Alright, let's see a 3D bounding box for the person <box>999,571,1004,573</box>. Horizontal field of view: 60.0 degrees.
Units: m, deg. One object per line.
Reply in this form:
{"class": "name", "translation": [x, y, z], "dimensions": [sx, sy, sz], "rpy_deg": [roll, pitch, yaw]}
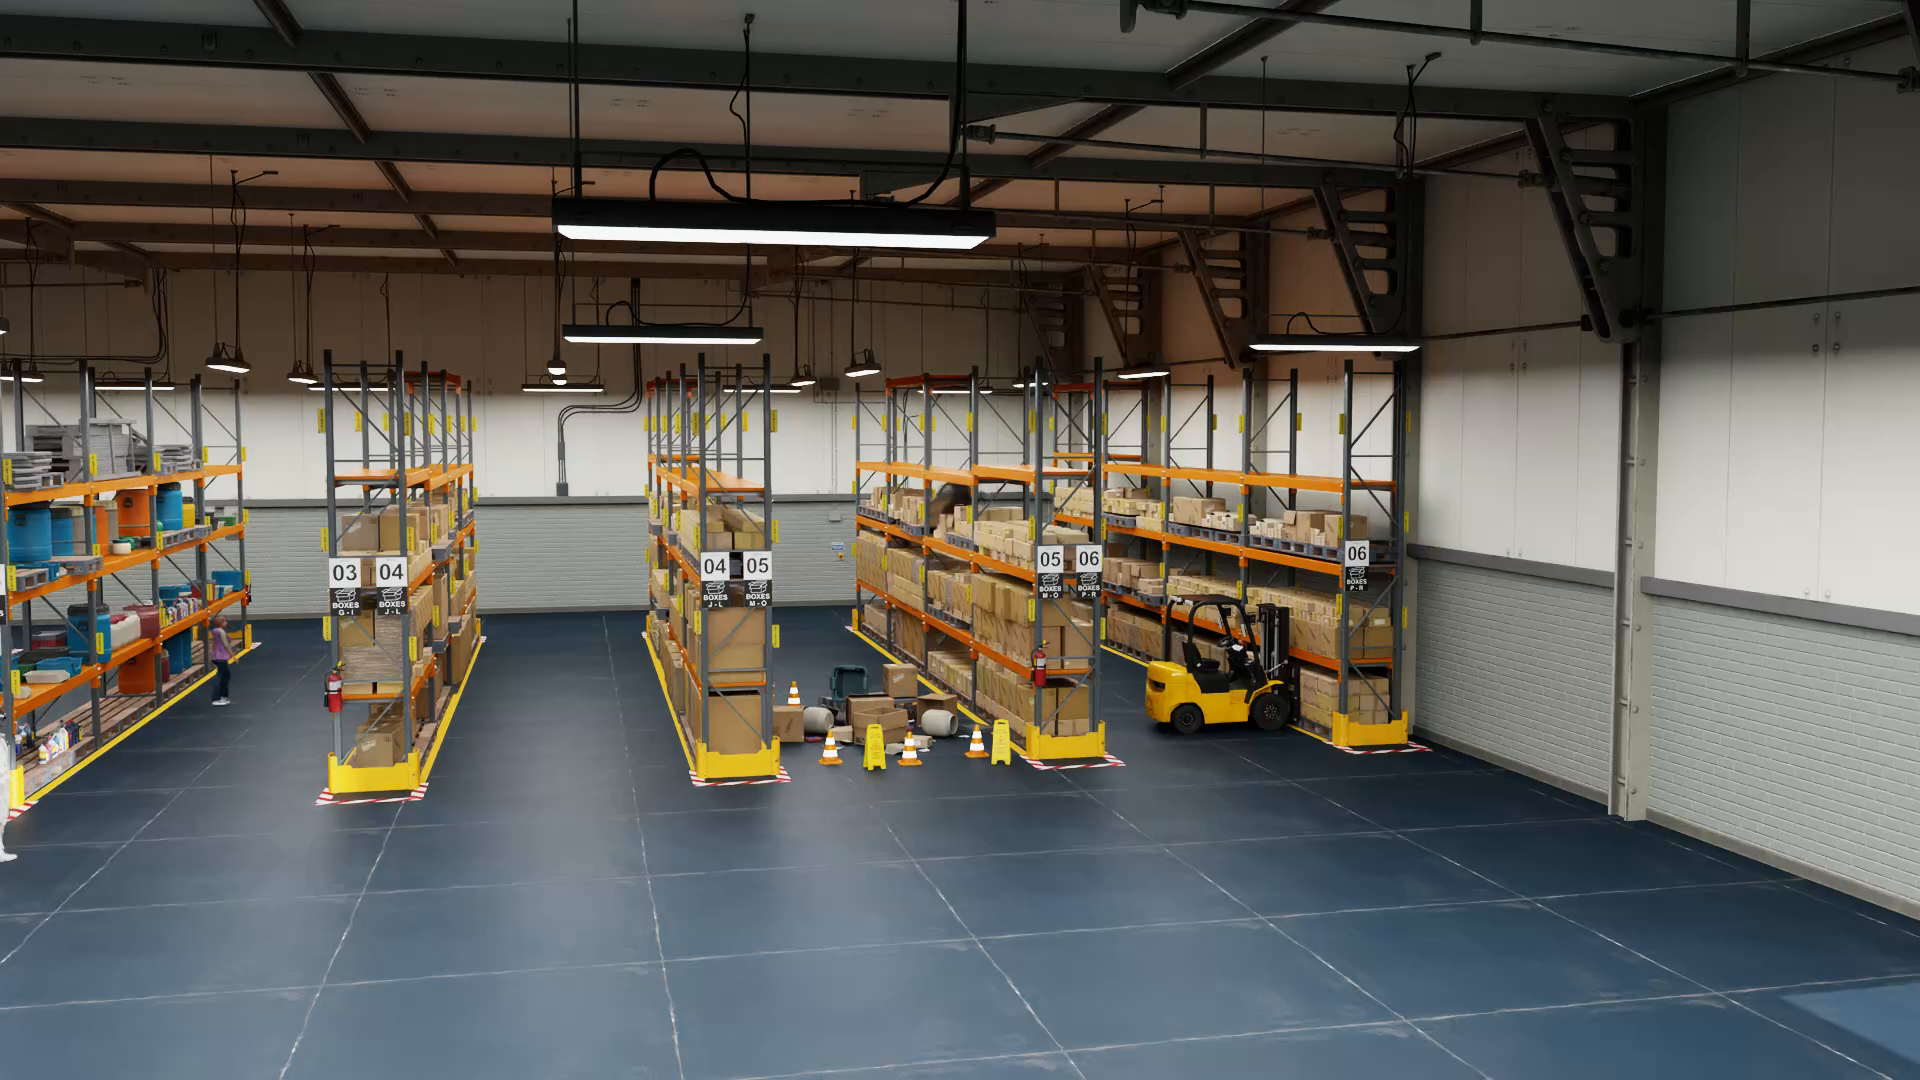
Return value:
{"class": "person", "translation": [1.191, 1.250, 41.417], "dimensions": [0.598, 1.718, 1.055], "rpy_deg": [1, 4, 19]}

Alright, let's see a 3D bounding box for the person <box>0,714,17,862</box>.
{"class": "person", "translation": [-11.059, 2.819, 19.049], "dimensions": [0.446, 1.822, 0.619], "rpy_deg": [-1, 4, -8]}

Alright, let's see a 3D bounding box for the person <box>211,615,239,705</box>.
{"class": "person", "translation": [-13.143, 2.157, 29.595], "dimensions": [0.565, 1.645, 0.475], "rpy_deg": [3, 5, 40]}

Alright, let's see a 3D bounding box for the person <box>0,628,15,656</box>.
{"class": "person", "translation": [-16.840, 2.112, 29.177], "dimensions": [0.529, 1.829, 0.584], "rpy_deg": [1, 4, 17]}
